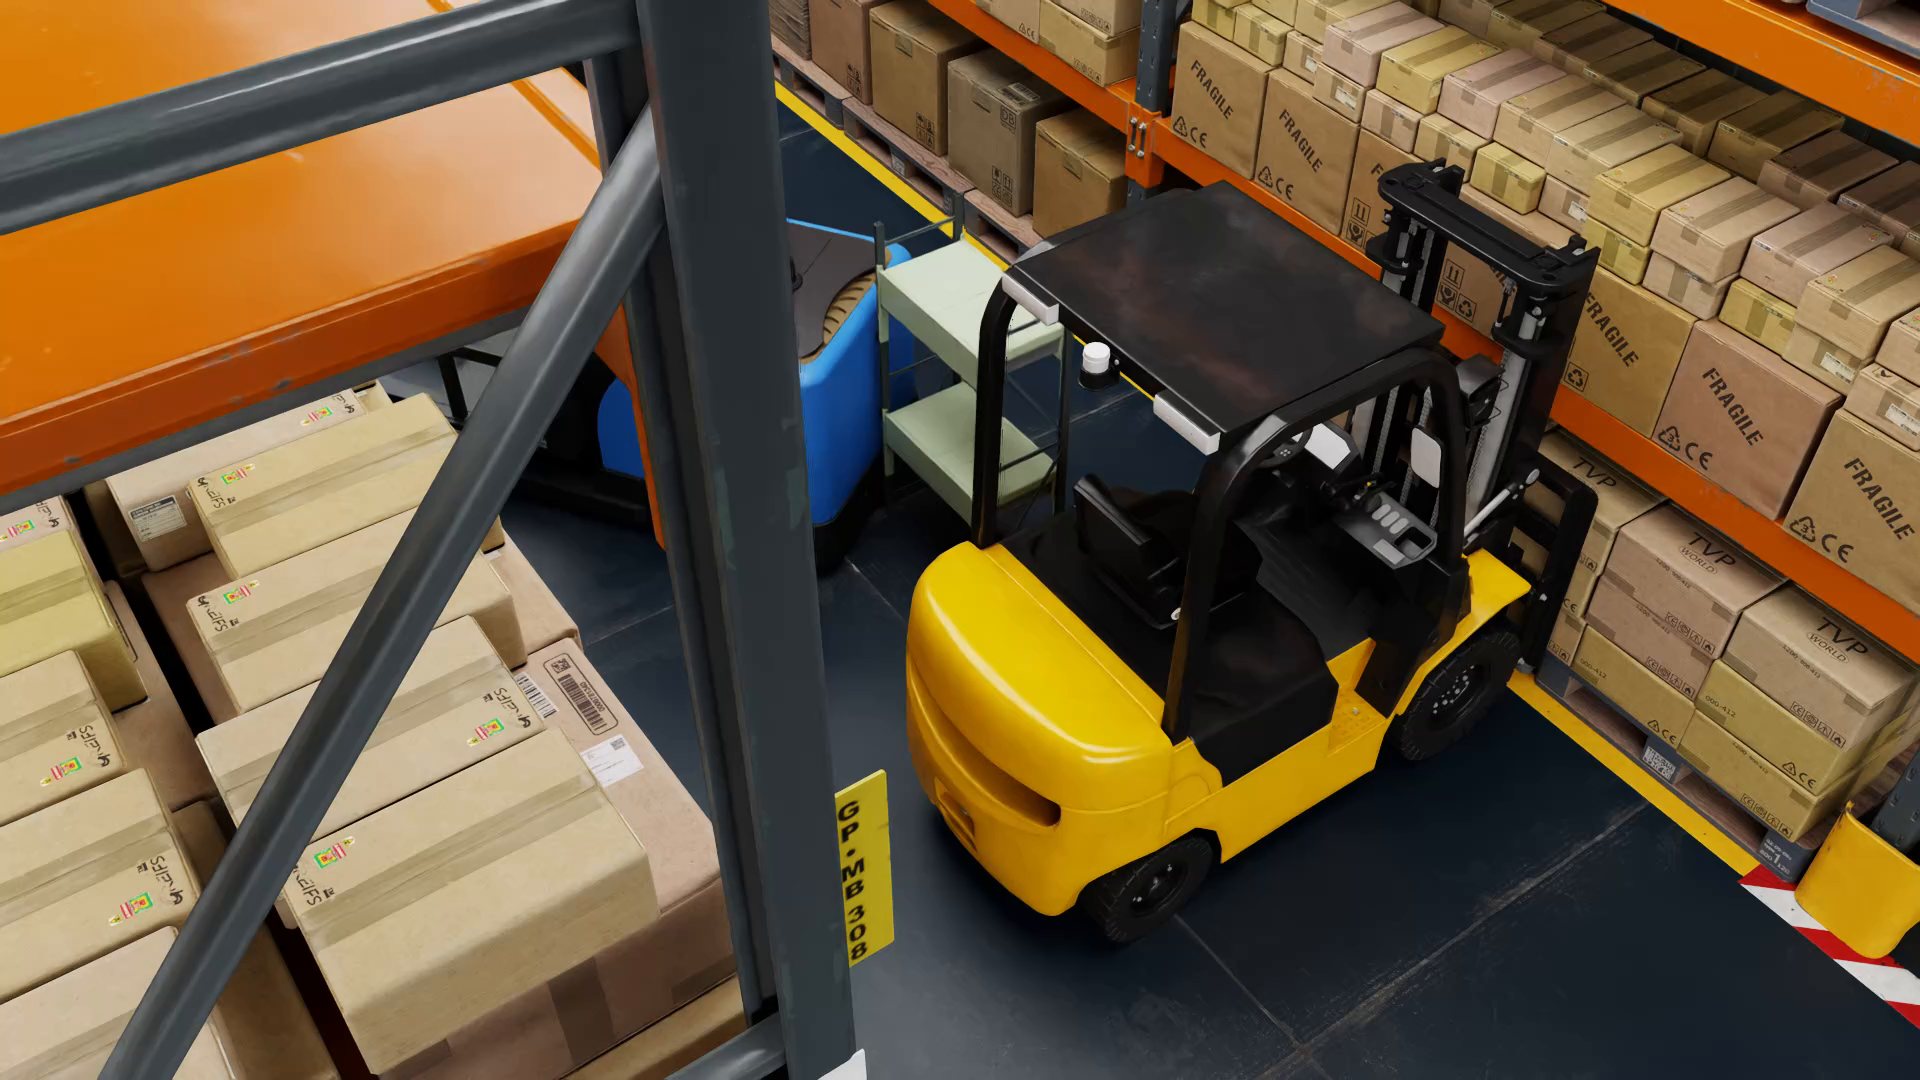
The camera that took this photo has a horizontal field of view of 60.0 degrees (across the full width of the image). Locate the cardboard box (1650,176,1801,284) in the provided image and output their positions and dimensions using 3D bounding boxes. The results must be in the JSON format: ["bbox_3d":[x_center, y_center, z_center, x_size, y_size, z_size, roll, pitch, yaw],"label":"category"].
[{"bbox_3d":[2.465,-1.003,5.361,0.380,0.149,0.250,-25,49,-23],"label":"cardboard box"}]

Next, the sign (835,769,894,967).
[{"bbox_3d":[-0.121,0.382,1.863,0.100,0.325,0.005,-26,49,-24],"label":"sign"}]

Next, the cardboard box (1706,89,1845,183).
[{"bbox_3d":[2.831,-1.397,5.775,0.380,0.149,0.250,-27,50,-25],"label":"cardboard box"}]

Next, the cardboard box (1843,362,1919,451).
[{"bbox_3d":[2.904,-0.455,5.003,0.380,0.149,0.250,-25,49,-24],"label":"cardboard box"}]

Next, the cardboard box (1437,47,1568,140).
[{"bbox_3d":[1.956,-1.613,6.001,0.380,0.149,0.250,-26,49,-25],"label":"cardboard box"}]

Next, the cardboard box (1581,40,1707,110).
[{"bbox_3d":[2.471,-1.654,6.044,0.380,0.149,0.250,-24,49,-23],"label":"cardboard box"}]

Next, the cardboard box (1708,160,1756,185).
[{"bbox_3d":[2.844,-1.287,5.875,0.380,0.149,0.250,-24,49,-23],"label":"cardboard box"}]

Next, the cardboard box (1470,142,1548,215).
[{"bbox_3d":[2.050,-1.334,5.924,0.380,0.149,0.250,-27,50,-25],"label":"cardboard box"}]

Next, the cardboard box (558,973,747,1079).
[{"bbox_3d":[-0.489,0.687,2.359,0.380,0.149,0.250,-26,49,-24],"label":"cardboard box"}]

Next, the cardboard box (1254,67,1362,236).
[{"bbox_3d":[1.566,-1.624,6.698,0.500,0.500,0.500,-25,49,-24],"label":"cardboard box"}]

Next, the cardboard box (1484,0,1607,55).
[{"bbox_3d":[2.244,-1.973,6.378,0.380,0.149,0.250,-26,50,-25],"label":"cardboard box"}]

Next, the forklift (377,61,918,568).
[{"bbox_3d":[-1.757,-1.590,6.784,3.031,2.935,1.130,15,46,16],"label":"forklift"}]

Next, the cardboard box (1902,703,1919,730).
[{"bbox_3d":[3.404,0.348,6.029,0.500,0.250,0.500,-25,49,-24],"label":"cardboard box"}]

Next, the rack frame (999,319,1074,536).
[{"bbox_3d":[0.257,-0.319,6.489,0.400,1.500,0.023,-26,49,-24],"label":"rack frame"}]

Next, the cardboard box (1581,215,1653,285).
[{"bbox_3d":[2.321,-1.039,5.615,0.380,0.149,0.250,-25,49,-24],"label":"cardboard box"}]

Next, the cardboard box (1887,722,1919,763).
[{"bbox_3d":[3.382,0.522,6.209,0.500,0.250,0.500,-26,49,-24],"label":"cardboard box"}]

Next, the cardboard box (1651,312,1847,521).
[{"bbox_3d":[2.717,-0.474,5.493,0.500,0.500,0.500,-24,49,-23],"label":"cardboard box"}]

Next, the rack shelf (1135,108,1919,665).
[{"bbox_3d":[2.359,-0.838,6.468,1.077,0.370,4.000,-26,49,-24],"label":"rack shelf"}]

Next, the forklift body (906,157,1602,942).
[{"bbox_3d":[0.922,-0.012,5.696,2.313,2.155,1.214,-26,49,-24],"label":"forklift body"}]

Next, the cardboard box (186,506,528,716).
[{"bbox_3d":[-0.852,0.131,2.364,0.380,0.149,0.250,-26,49,-24],"label":"cardboard box"}]

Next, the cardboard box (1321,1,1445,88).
[{"bbox_3d":[1.594,-1.872,6.272,0.380,0.149,0.250,-25,49,-24],"label":"cardboard box"}]

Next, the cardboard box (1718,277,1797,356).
[{"bbox_3d":[2.674,-0.771,5.334,0.380,0.149,0.250,-26,49,-25],"label":"cardboard box"}]

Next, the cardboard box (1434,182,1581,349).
[{"bbox_3d":[2.127,-1.045,6.091,0.500,0.500,0.500,-25,49,-24],"label":"cardboard box"}]

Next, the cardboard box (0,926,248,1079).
[{"bbox_3d":[-1.002,0.640,1.831,0.380,0.149,0.250,-25,49,-24],"label":"cardboard box"}]

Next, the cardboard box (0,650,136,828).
[{"bbox_3d":[-1.279,0.341,2.143,0.380,0.149,0.250,-26,50,-25],"label":"cardboard box"}]

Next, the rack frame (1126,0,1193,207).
[{"bbox_3d":[1.215,-2.231,7.406,1.000,3.000,0.127,-26,49,-24],"label":"rack frame"}]

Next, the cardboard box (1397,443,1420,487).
[{"bbox_3d":[2.094,-0.313,6.722,0.500,0.250,0.500,-26,49,-25],"label":"cardboard box"}]

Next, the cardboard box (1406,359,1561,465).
[{"bbox_3d":[2.106,-0.481,6.535,0.500,0.250,0.500,-27,50,-25],"label":"cardboard box"}]

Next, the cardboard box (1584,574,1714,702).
[{"bbox_3d":[2.690,0.256,6.126,0.500,0.250,0.500,-26,50,-25],"label":"cardboard box"}]

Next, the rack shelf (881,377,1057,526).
[{"bbox_3d":[0.049,-0.291,6.931,0.431,0.370,0.720,-26,49,-24],"label":"rack shelf"}]

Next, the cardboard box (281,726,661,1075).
[{"bbox_3d":[-0.602,0.433,2.047,0.380,0.149,0.250,-26,49,-25],"label":"cardboard box"}]

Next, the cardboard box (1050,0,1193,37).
[{"bbox_3d":[0.724,-2.535,7.470,0.500,0.250,0.500,-27,50,-25],"label":"cardboard box"}]

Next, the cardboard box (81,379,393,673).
[{"bbox_3d":[-1.231,-0.103,2.897,0.500,0.250,0.500,-24,49,-23],"label":"cardboard box"}]

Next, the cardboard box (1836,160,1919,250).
[{"bbox_3d":[3.072,-1.070,5.432,0.380,0.149,0.250,-25,49,-24],"label":"cardboard box"}]

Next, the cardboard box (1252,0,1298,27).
[{"bbox_3d":[1.392,-2.206,6.622,0.380,0.149,0.250,-25,49,-24],"label":"cardboard box"}]

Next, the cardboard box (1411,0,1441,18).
[{"bbox_3d":[1.917,-2.245,6.663,0.380,0.149,0.250,-26,50,-25],"label":"cardboard box"}]

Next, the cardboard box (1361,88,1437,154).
[{"bbox_3d":[1.732,-1.617,6.220,0.380,0.149,0.250,-26,50,-25],"label":"cardboard box"}]

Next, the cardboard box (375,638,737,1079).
[{"bbox_3d":[-0.635,0.469,2.298,0.500,0.250,0.500,-27,50,-25],"label":"cardboard box"}]

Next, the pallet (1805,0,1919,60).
[{"bbox_3d":[3.120,-1.429,4.458,1.003,0.211,1.213,-26,49,-24],"label":"pallet"}]

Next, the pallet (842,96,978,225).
[{"bbox_3d":[0.059,-2.316,9.514,1.003,0.211,1.213,-26,49,-24],"label":"pallet"}]

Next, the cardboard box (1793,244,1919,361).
[{"bbox_3d":[2.787,-0.728,5.074,0.380,0.149,0.250,-25,49,-24],"label":"cardboard box"}]

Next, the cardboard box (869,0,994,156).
[{"bbox_3d":[0.038,-2.683,9.294,0.875,0.625,0.625,-28,50,-26],"label":"cardboard box"}]

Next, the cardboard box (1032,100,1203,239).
[{"bbox_3d":[0.907,-1.815,8.386,0.875,0.625,0.625,-24,48,-23],"label":"cardboard box"}]

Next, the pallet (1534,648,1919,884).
[{"bbox_3d":[3.031,0.626,6.432,1.003,0.211,1.213,-26,49,-24],"label":"pallet"}]

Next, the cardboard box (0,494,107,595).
[{"bbox_3d":[-1.516,0.036,2.463,0.380,0.149,0.250,-26,49,-24],"label":"cardboard box"}]

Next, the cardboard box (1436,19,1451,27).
[{"bbox_3d":[2.105,-2.008,6.630,0.380,0.149,0.250,-25,49,-24],"label":"cardboard box"}]

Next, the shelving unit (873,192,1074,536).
[{"bbox_3d":[0.049,-0.526,6.706,0.431,1.500,0.755,-26,49,-24],"label":"shelving unit"}]

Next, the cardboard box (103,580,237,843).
[{"bbox_3d":[-1.356,0.385,2.386,0.500,0.250,0.500,-26,50,-25],"label":"cardboard box"}]

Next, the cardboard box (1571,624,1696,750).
[{"bbox_3d":[2.698,0.450,6.284,0.500,0.250,0.500,-26,49,-24],"label":"cardboard box"}]

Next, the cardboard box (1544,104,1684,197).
[{"bbox_3d":[2.243,-1.330,5.704,0.380,0.149,0.250,-25,49,-24],"label":"cardboard box"}]

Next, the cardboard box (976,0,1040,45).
[{"bbox_3d":[0.420,-2.641,7.944,0.500,0.250,0.500,-26,49,-25],"label":"cardboard box"}]

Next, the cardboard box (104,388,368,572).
[{"bbox_3d":[-1.154,-0.143,2.651,0.380,0.149,0.250,-26,49,-25],"label":"cardboard box"}]

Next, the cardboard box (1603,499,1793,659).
[{"bbox_3d":[2.687,0.091,5.936,0.500,0.250,0.500,-25,49,-24],"label":"cardboard box"}]

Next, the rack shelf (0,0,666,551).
[{"bbox_3d":[-1.710,-1.044,2.341,1.077,0.370,4.000,-26,49,-24],"label":"rack shelf"}]

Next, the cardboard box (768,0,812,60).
[{"bbox_3d":[-0.728,-3.431,10.078,0.875,0.625,0.625,-24,49,-23],"label":"cardboard box"}]

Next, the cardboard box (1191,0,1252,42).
[{"bbox_3d":[1.181,-2.217,6.849,0.380,0.149,0.250,-26,50,-25],"label":"cardboard box"}]

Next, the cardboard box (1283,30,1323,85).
[{"bbox_3d":[1.503,-1.935,6.553,0.380,0.149,0.250,-26,49,-25],"label":"cardboard box"}]

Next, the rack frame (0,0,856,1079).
[{"bbox_3d":[-0.566,-0.173,0.905,1.000,3.000,0.127,-26,49,-24],"label":"rack frame"}]
